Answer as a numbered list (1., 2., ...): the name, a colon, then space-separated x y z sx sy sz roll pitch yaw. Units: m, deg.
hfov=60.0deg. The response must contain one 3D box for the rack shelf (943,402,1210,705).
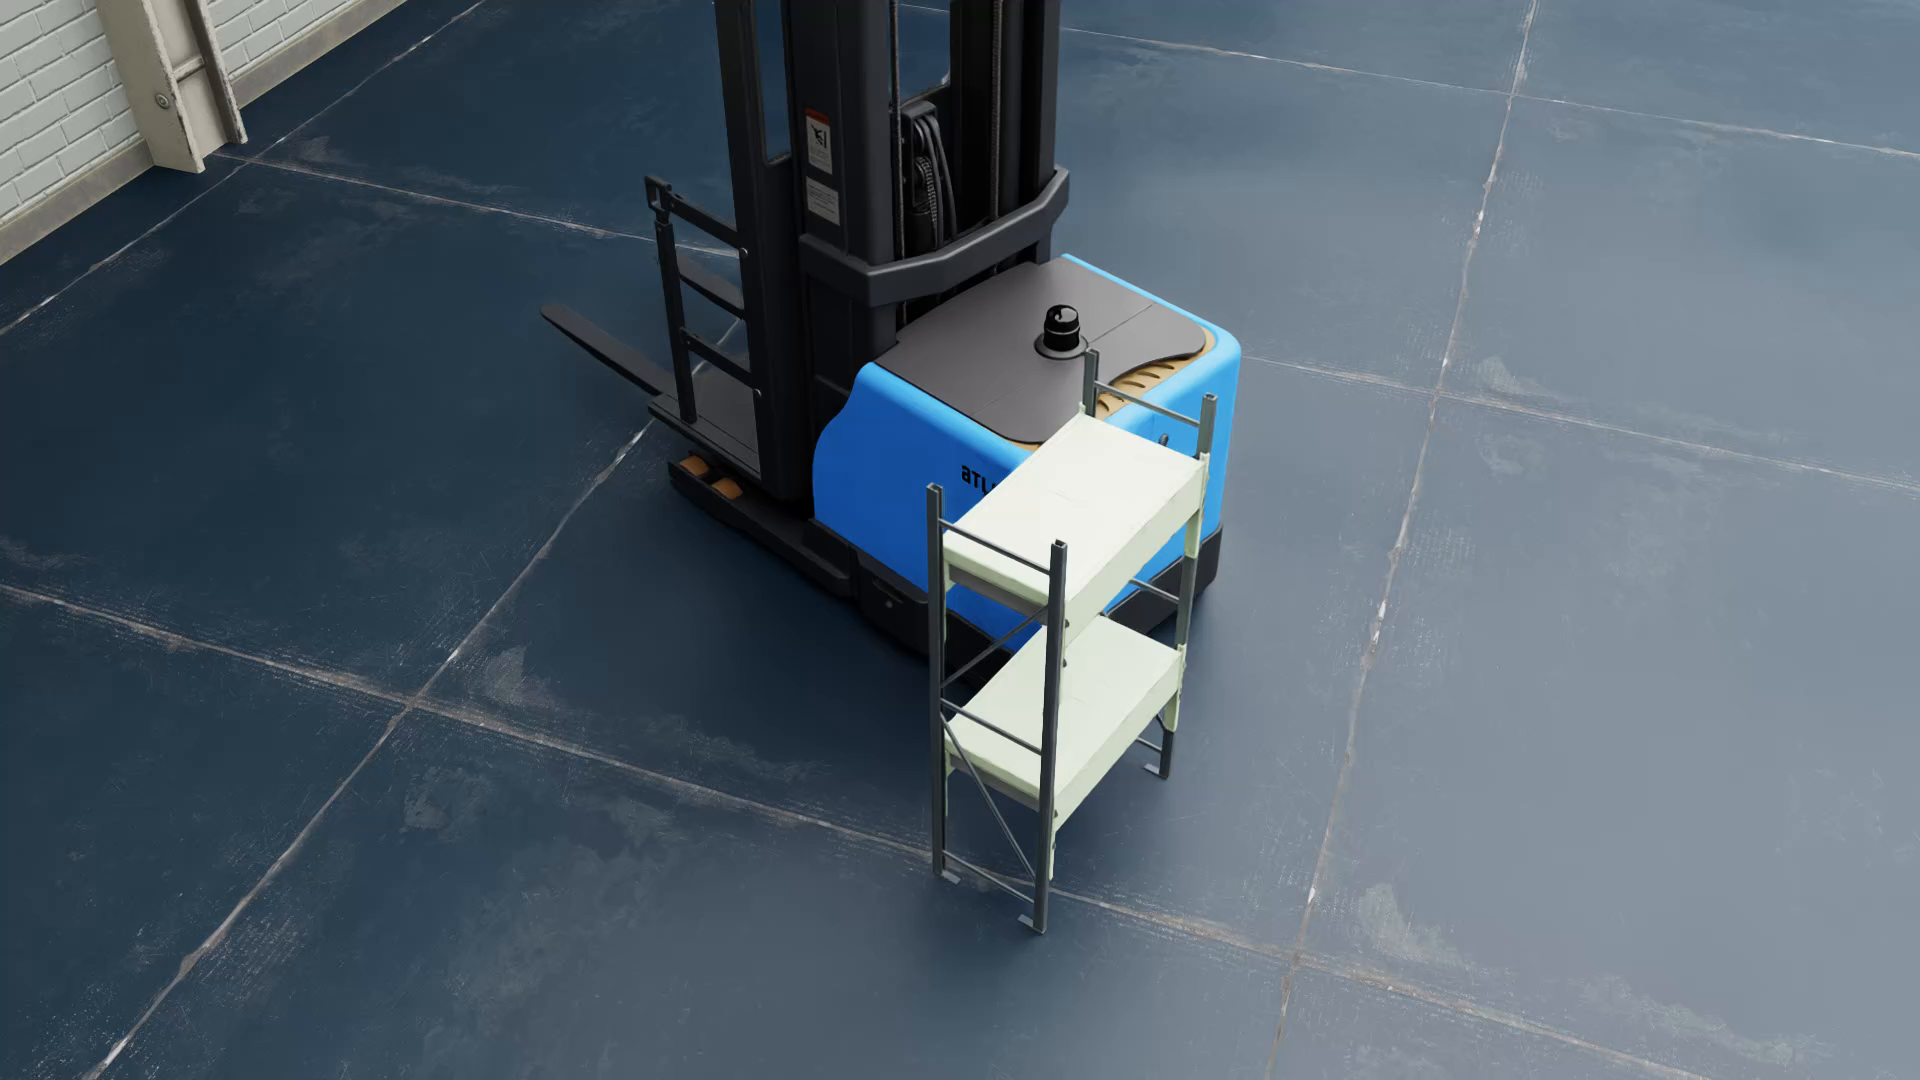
1. rack shelf: 0.299 0.019 4.471 0.431 0.370 0.720 25 46 26

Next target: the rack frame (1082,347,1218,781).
1. rack frame: 0.511 0.123 4.951 0.400 1.500 0.023 25 46 26

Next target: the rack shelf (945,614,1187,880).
1. rack shelf: 0.299 0.564 4.936 0.431 0.370 0.720 25 46 26

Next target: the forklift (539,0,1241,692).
1. forklift: -0.477 -1.398 5.630 3.031 2.935 1.130 32 50 32

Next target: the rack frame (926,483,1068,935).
1. rack frame: 0.086 0.509 4.497 0.400 1.500 0.023 25 46 26

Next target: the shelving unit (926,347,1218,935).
1. shelving unit: 0.299 0.316 4.724 0.431 1.500 0.755 25 46 26

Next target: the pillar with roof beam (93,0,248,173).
1. pillar with roof beam: 0.109 -4.480 4.567 9.100 9.000 0.400 13 42 15
